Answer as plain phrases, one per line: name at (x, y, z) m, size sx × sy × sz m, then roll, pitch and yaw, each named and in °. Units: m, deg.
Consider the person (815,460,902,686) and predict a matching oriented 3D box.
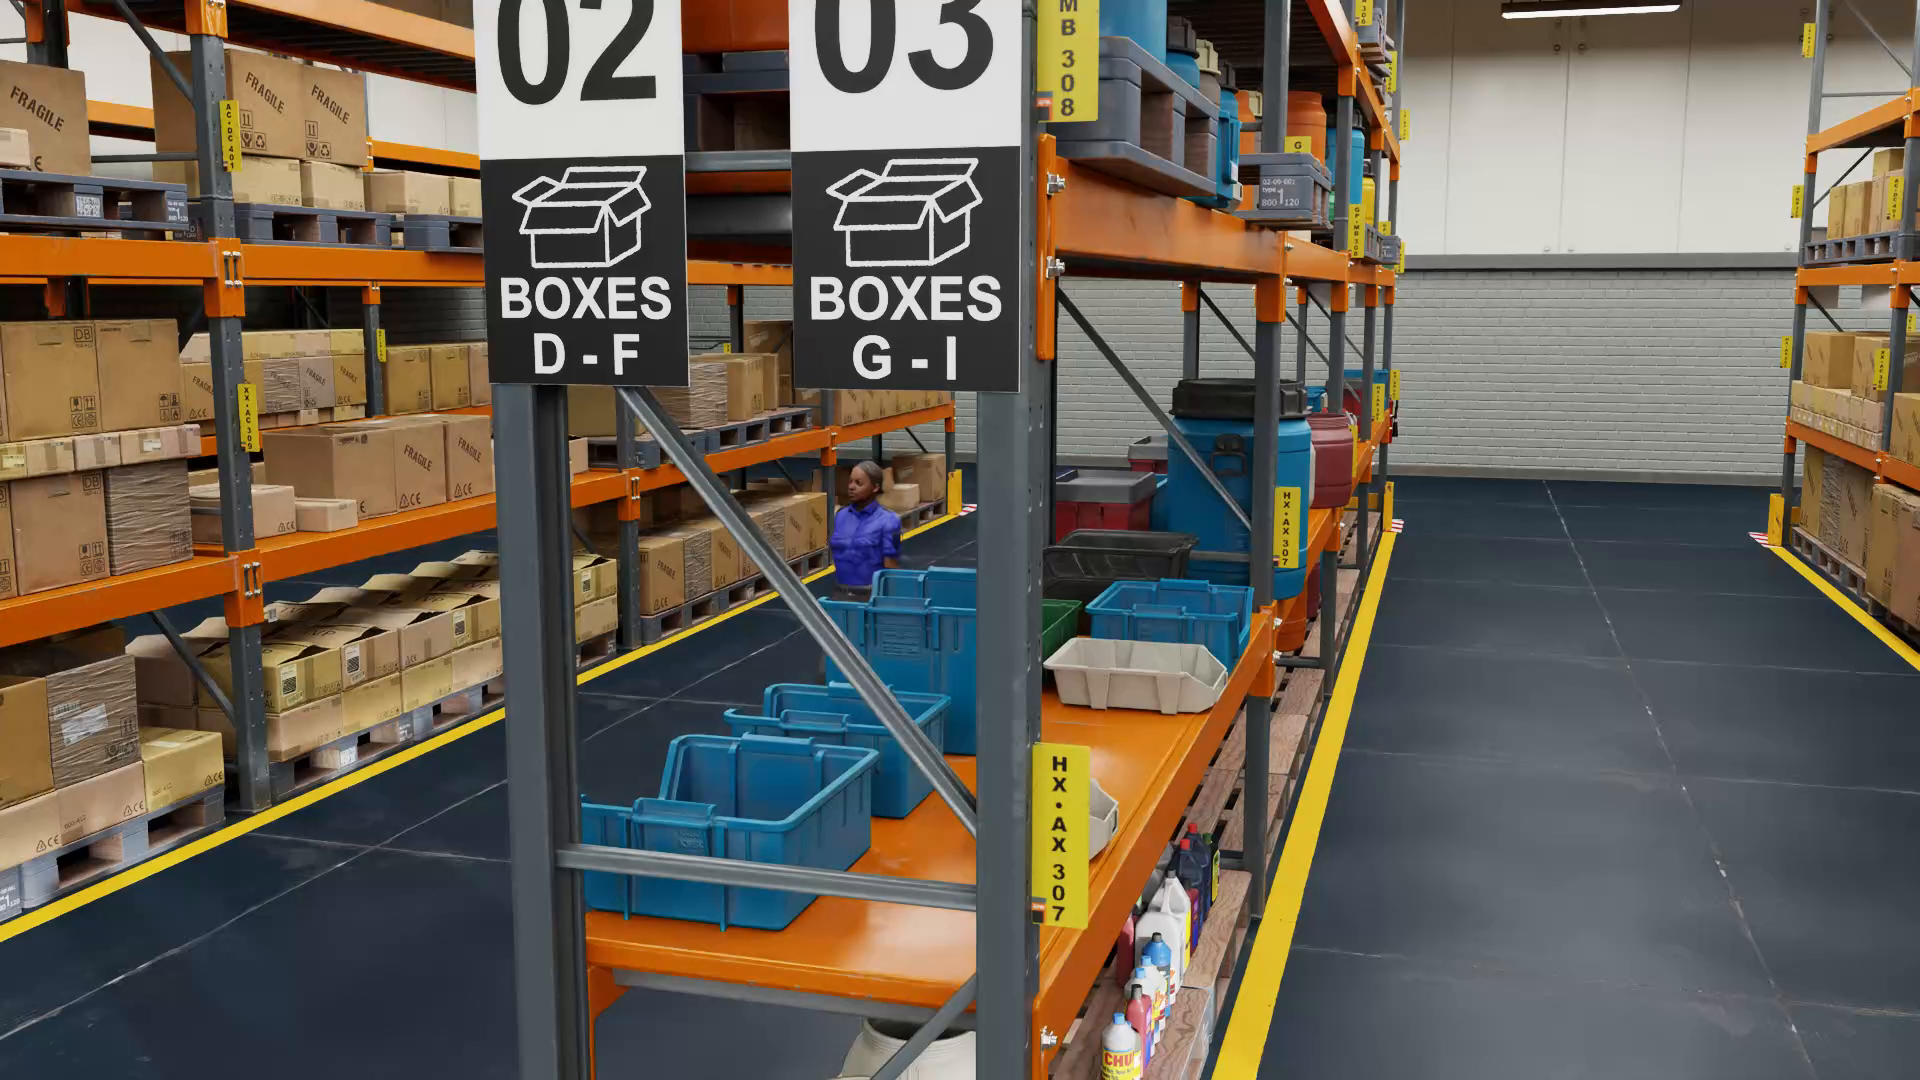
person at (-0.537, 0.427, 9.098) m, size 0.442 × 1.717 × 0.577 m, roll 4°, pitch 9°, yaw 25°
